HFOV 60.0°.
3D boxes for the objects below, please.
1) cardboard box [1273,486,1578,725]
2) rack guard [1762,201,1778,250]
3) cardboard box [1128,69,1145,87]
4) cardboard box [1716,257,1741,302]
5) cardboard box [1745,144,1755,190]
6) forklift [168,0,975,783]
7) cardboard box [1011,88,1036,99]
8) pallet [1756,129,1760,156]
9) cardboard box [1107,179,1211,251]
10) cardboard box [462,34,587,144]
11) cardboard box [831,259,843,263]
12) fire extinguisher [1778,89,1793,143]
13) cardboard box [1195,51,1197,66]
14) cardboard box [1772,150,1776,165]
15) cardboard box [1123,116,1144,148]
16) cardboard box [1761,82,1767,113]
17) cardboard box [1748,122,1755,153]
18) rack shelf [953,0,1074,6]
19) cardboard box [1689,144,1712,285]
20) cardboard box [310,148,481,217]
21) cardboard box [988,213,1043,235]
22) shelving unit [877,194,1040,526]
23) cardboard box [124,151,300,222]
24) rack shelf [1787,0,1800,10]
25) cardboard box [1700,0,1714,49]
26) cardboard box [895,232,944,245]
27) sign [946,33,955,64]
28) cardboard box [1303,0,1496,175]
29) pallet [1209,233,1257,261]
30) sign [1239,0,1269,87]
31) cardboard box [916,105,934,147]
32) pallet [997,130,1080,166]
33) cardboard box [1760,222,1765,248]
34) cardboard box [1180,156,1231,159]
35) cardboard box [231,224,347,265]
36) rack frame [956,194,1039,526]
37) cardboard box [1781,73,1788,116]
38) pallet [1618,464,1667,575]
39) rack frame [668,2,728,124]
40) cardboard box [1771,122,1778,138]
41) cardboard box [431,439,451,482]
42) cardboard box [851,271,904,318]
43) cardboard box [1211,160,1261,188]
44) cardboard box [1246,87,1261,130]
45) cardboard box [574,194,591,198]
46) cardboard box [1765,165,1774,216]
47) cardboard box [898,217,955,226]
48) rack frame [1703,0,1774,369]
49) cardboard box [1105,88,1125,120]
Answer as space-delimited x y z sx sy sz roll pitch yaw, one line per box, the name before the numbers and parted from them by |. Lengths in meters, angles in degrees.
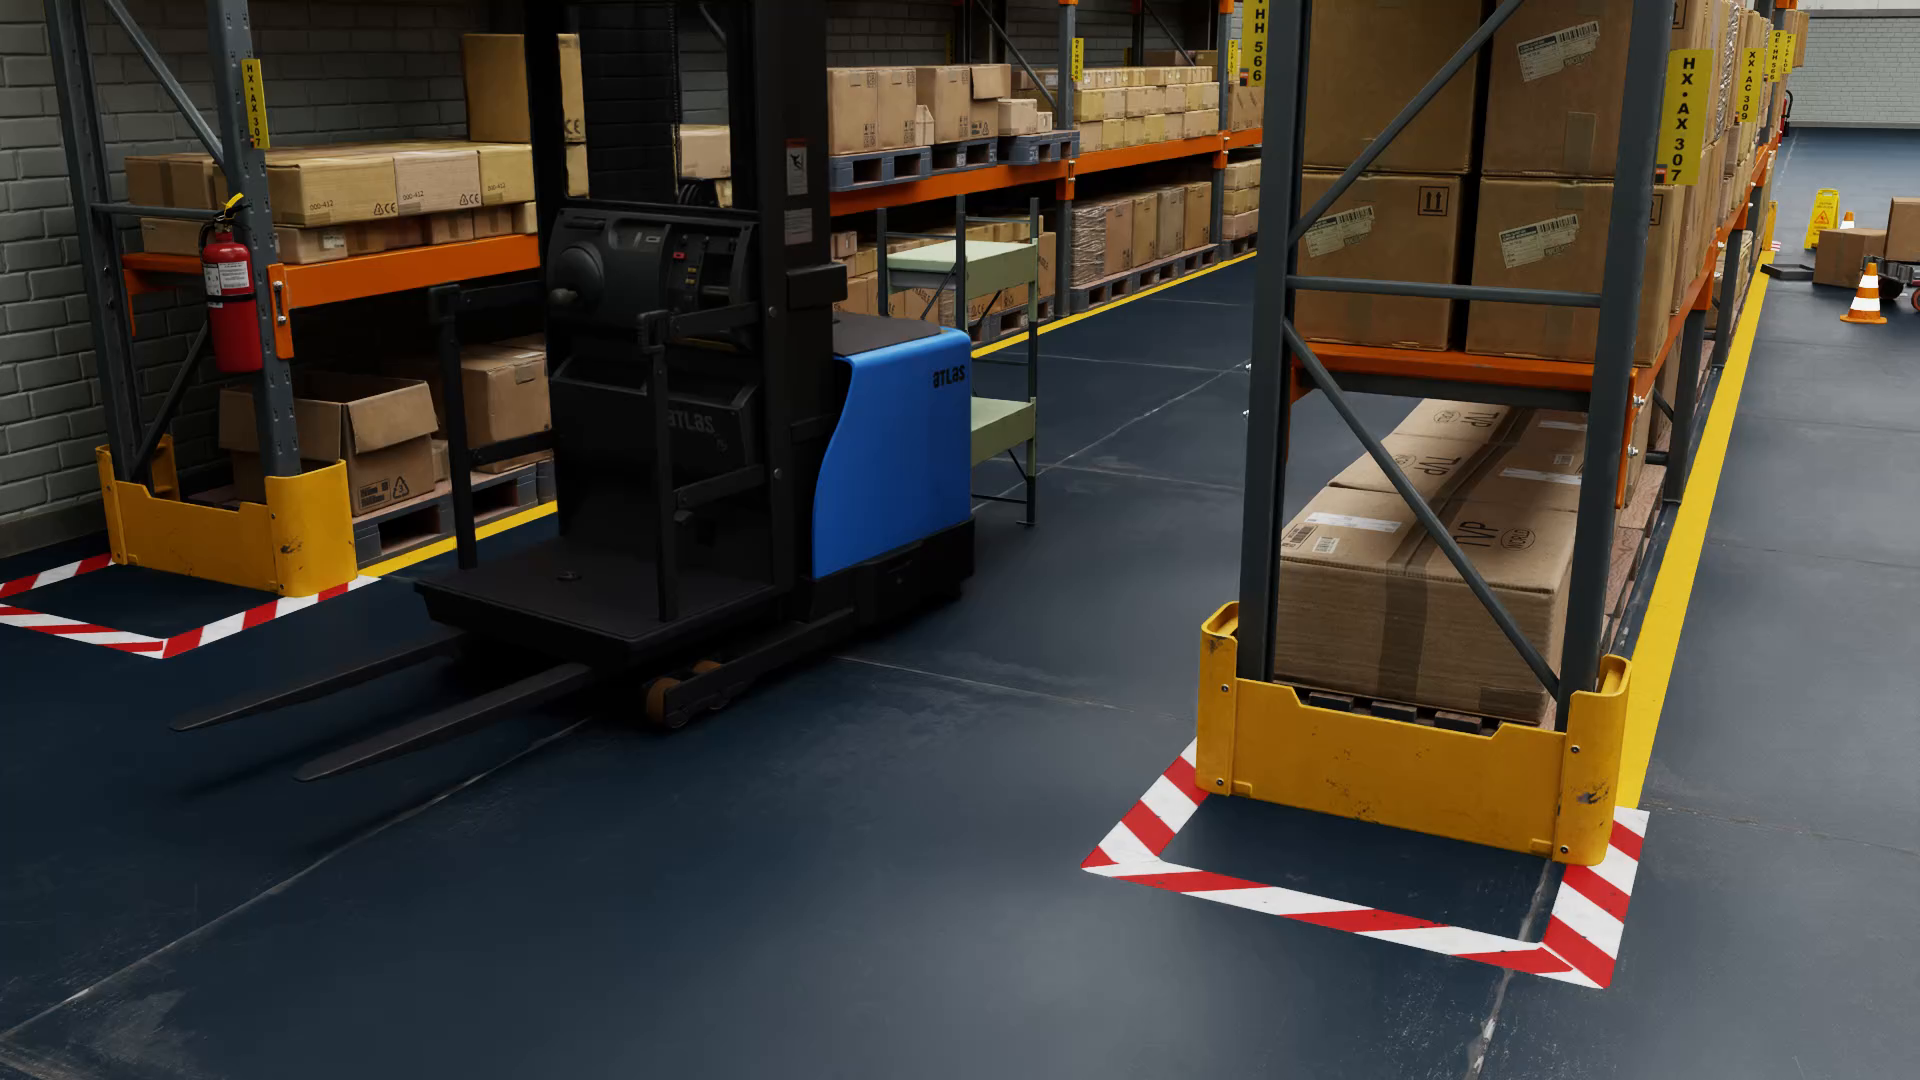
cardboard box | 1.505 0.180 5.412 0.875 0.438 0.875 7 18 24
rack guard | 8.415 -3.524 18.510 1.175 0.500 0.348 8 18 25
cardboard box | 1.405 -4.067 14.634 0.380 0.149 0.250 9 19 27
cardboard box | 5.458 -1.977 12.790 0.950 0.372 0.625 8 18 24
cardboard box | 4.666 -2.338 10.390 0.500 0.250 0.500 8 19 26
forklift | -1.195 -0.942 5.548 1.130 2.935 3.031 11 20 33
cardboard box | 0.384 -3.652 13.936 0.500 0.250 0.500 9 19 27
pallet | 5.722 -3.121 13.101 1.003 0.211 1.213 8 18 25
cardboard box | 1.996 -3.282 16.738 0.875 0.625 0.625 9 19 28
cardboard box | -2.029 -2.190 8.053 0.500 0.500 0.500 9 19 27
cardboard box | -0.957 -1.687 10.449 0.380 0.149 0.250 9 19 28
fire extinguisher | 8.912 -4.675 18.131 0.296 0.674 0.183 8 18 25
cardboard box | 2.648 -4.978 17.180 0.380 0.149 0.250 8 19 26
cardboard box | 8.220 -3.956 17.210 0.380 0.149 0.250 9 19 27
cardboard box | 1.302 -3.604 14.653 0.500 0.250 0.500 7 18 24
cardboard box | 5.971 -3.577 12.863 0.500 0.500 0.500 7 18 23
cardboard box | 4.449 -2.452 9.896 0.500 0.250 0.500 8 18 24
rack shelf | -0.462 -3.918 11.442 1.077 0.370 4.000 8 18 25
cardboard box | 2.424 -1.189 6.083 0.500 0.500 0.500 9 19 27
cardboard box | -2.474 -1.577 7.306 0.500 0.250 0.500 8 18 26
cardboard box | 0.438 -2.490 13.153 0.380 0.149 0.250 7 18 23
shelving unit | 0.003 -0.721 7.317 0.431 1.500 0.755 8 18 25
cardboard box | -3.175 -1.518 7.108 0.500 0.250 0.500 9 19 27
rack shelf | 7.555 -5.325 16.180 1.077 0.370 4.000 8 18 25
cardboard box | 1.993 -1.412 5.077 0.500 0.500 0.500 8 18 24
cardboard box | -0.335 -2.100 11.839 0.380 0.149 0.250 8 18 26
sign | -0.066 -3.959 13.552 0.100 0.325 0.005 8 18 25
cardboard box | 1.302 -1.346 4.857 0.500 0.500 0.500 9 19 27
pallet | 2.612 -3.214 17.973 1.003 0.211 1.213 8 18 25
sign | 0.820 -1.407 4.544 0.100 0.325 0.005 8 18 25
cardboard box | -0.391 -2.757 11.038 0.396 0.266 0.258 9 19 28
pallet | 0.192 -3.061 12.898 1.213 0.211 1.003 8 18 25
cardboard box | 7.861 -3.120 16.851 0.500 0.250 0.500 7 18 23
cardboard box | 2.717 -4.124 18.475 0.500 0.250 0.500 8 18 26
cardboard box | -2.750 -1.225 6.821 0.380 0.149 0.250 8 18 25
rack frame | 0.167 -0.814 7.630 0.400 1.500 0.023 8 18 25
cardboard box | 8.453 -4.759 17.579 0.500 0.500 0.500 8 18 24
pallet | 2.677 -0.164 7.707 1.003 0.211 1.213 8 18 25
rack frame | -1.355 -2.315 10.051 1.000 3.000 0.127 8 18 25
cardboard box | 7.669 -3.966 16.051 0.380 0.149 0.250 8 18 26
cardboard box | -2.560 -0.378 7.799 0.380 0.149 0.250 7 18 23
cardboard box | -0.709 -1.550 11.127 0.500 0.500 0.500 8 18 25
cardboard box | 2.954 -3.928 17.816 0.500 0.250 0.500 8 18 25
cardboard box | 2.869 -4.616 17.620 0.500 0.500 0.500 8 19 26
cardboard box | -2.031 -1.616 8.139 0.380 0.149 0.250 9 19 27
cardboard box | 8.094 -3.613 17.197 0.500 0.500 0.500 9 19 27
cardboard box | -0.262 -2.417 12.908 0.380 0.149 0.250 8 18 26
rack frame | 4.874 -2.704 11.359 1.000 3.000 0.127 8 18 25
cardboard box | 1.074 -3.711 14.137 0.500 0.250 0.500 9 19 27
